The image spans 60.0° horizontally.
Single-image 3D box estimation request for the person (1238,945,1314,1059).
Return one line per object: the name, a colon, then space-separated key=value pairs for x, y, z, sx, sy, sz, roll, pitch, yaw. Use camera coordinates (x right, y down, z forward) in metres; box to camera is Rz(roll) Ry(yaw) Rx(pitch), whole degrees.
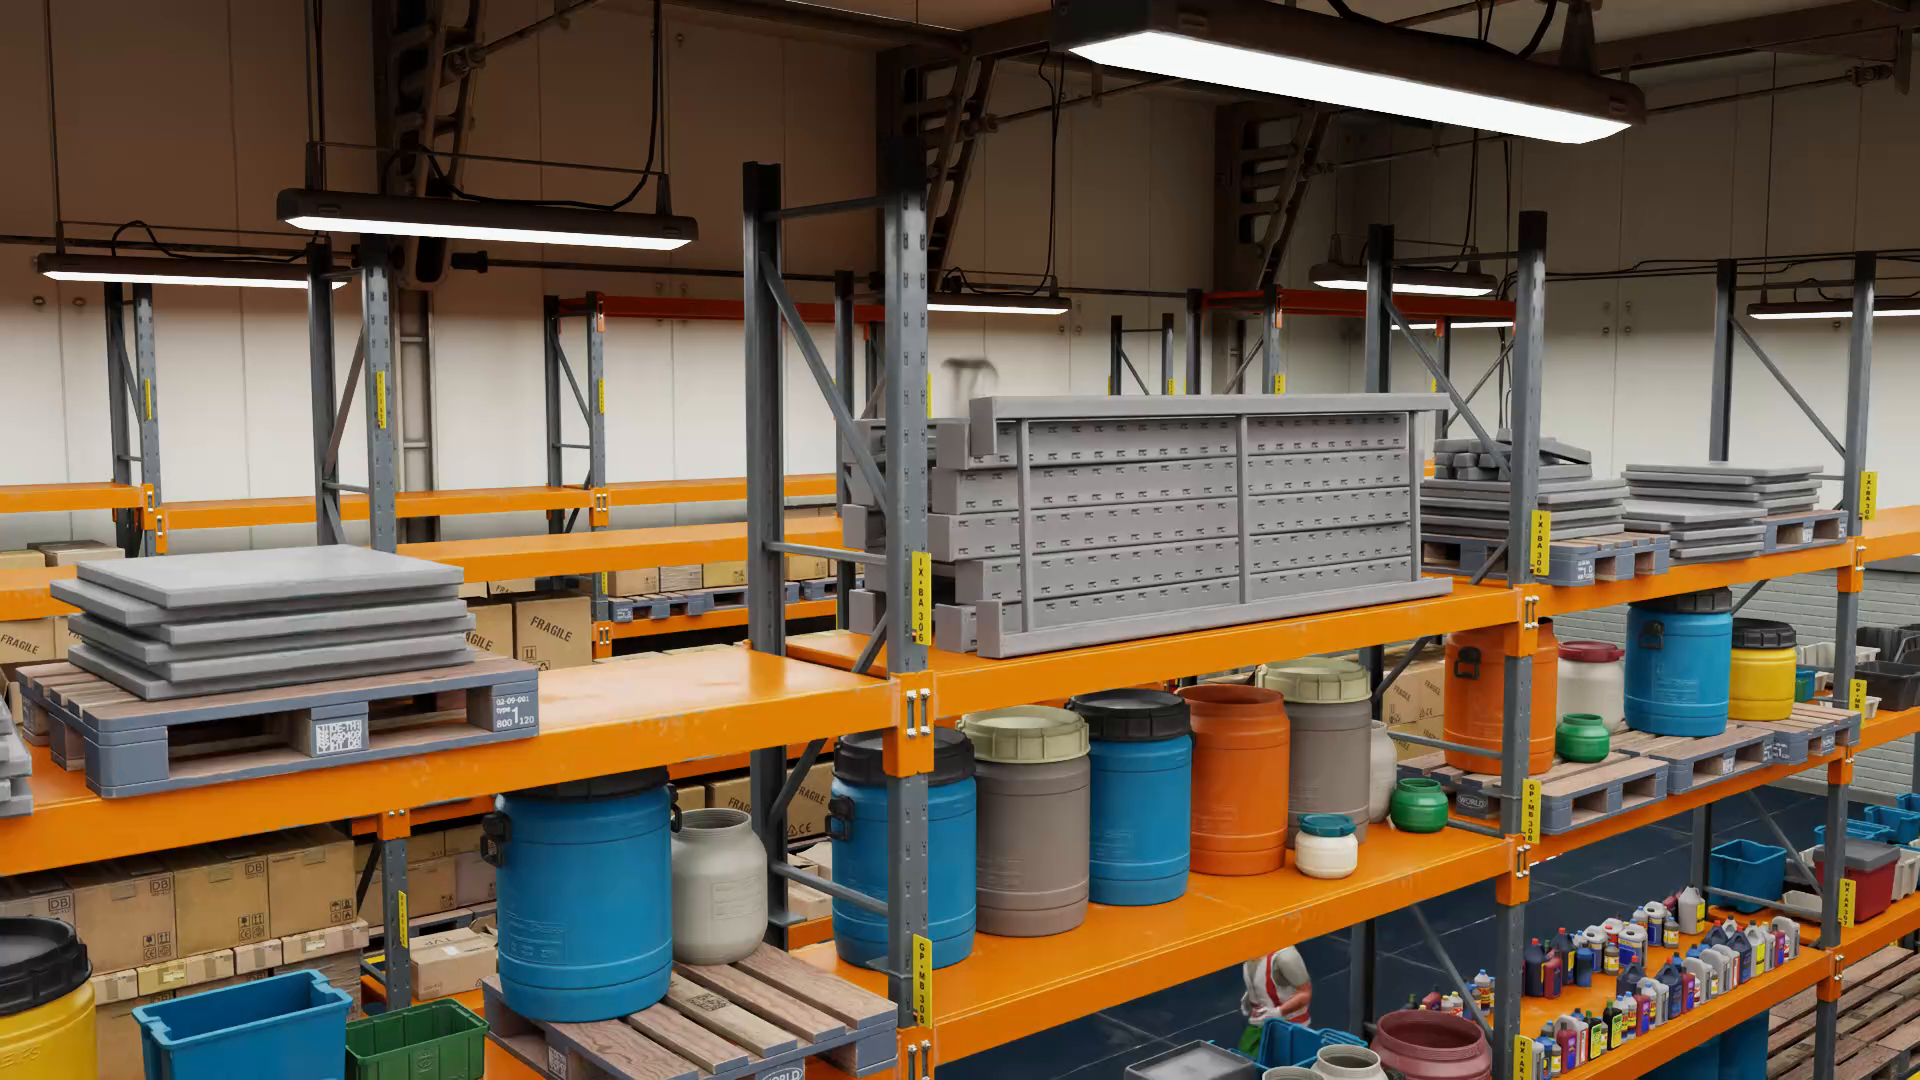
person: x=2.134 y=3.300 z=11.027 sx=1.139 sy=1.640 sz=0.659 roll=-4 pitch=7 yaw=-37
